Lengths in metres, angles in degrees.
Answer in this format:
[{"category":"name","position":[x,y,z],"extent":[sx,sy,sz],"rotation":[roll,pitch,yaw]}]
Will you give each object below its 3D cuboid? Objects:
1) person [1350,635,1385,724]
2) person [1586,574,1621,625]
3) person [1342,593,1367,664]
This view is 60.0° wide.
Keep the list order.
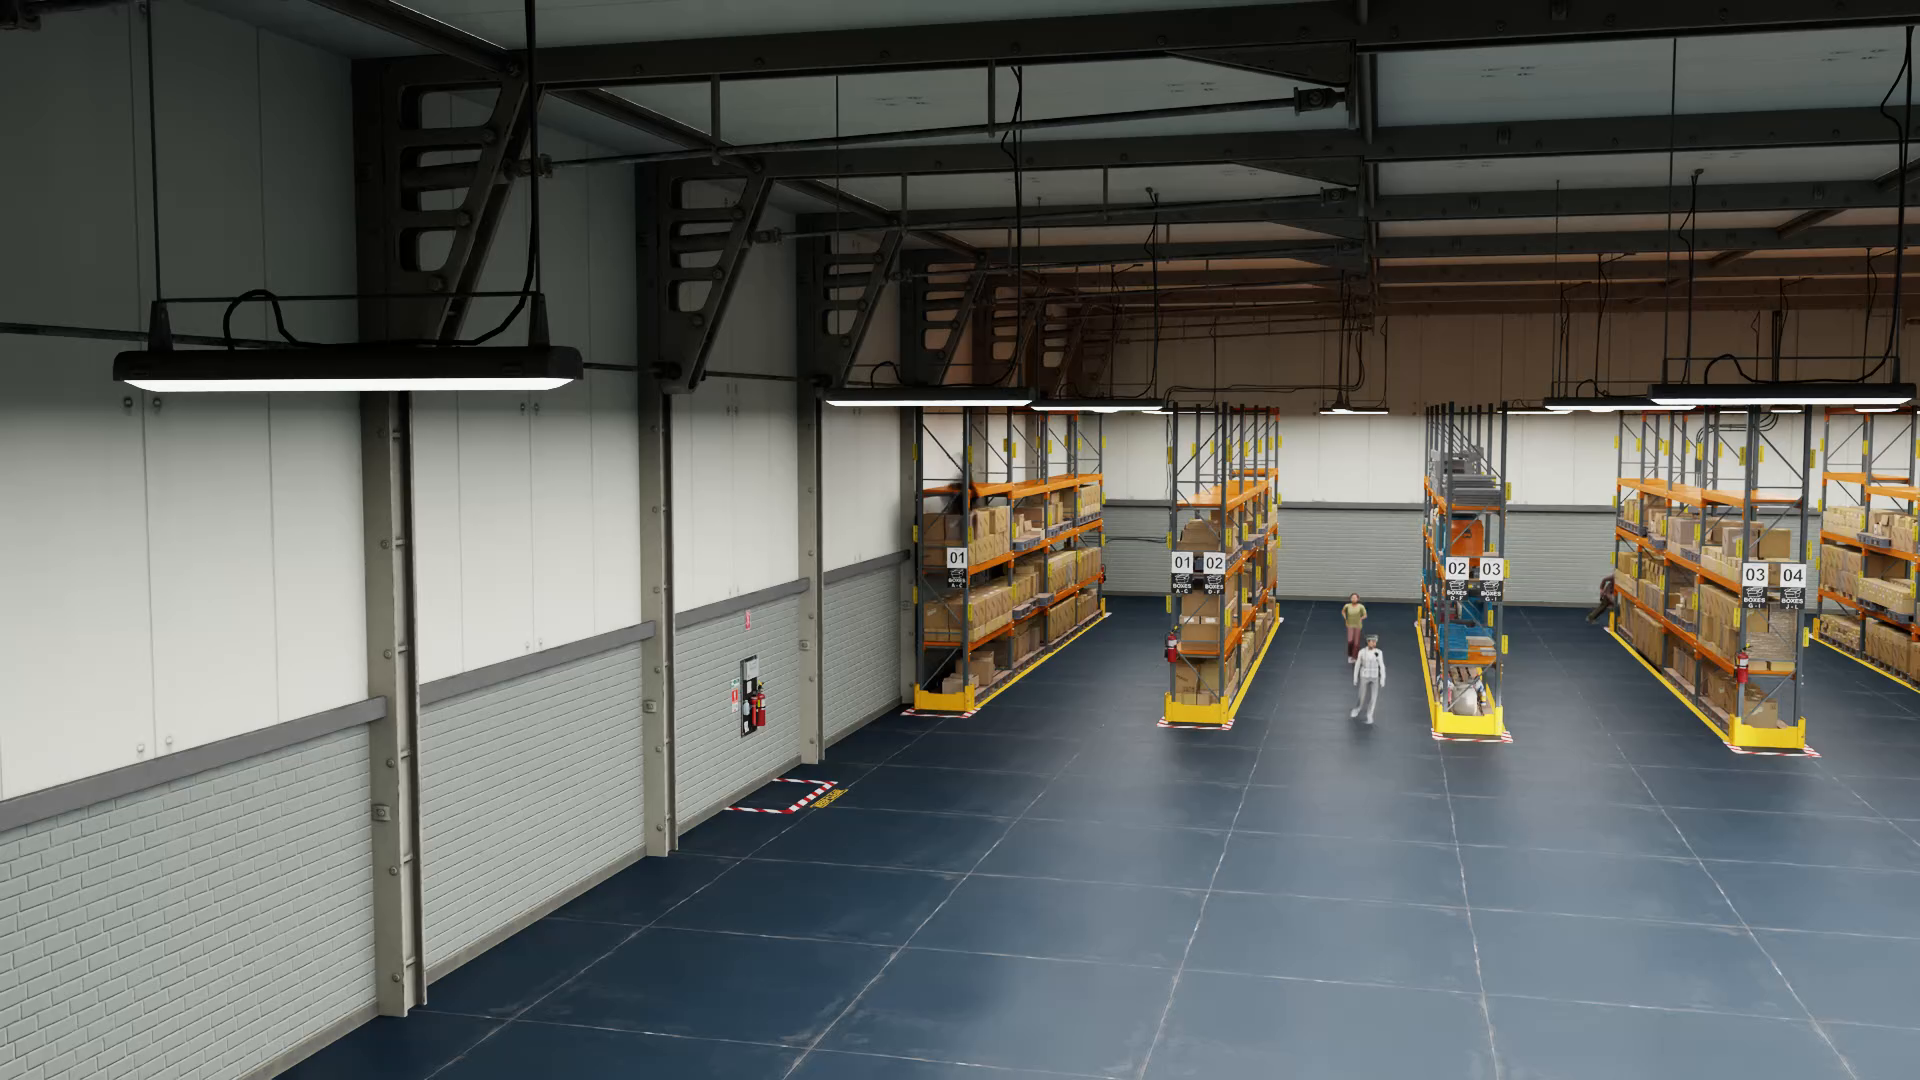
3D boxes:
[{"category":"person","position":[7.633,2.581,31.121],"extent":[0.594,1.668,0.542],"rotation":[1,4,7]},{"category":"person","position":[17.709,1.544,45.396],"extent":[1.163,1.623,0.715],"rotation":[3,5,37]},{"category":"person","position":[9.141,2.049,38.549],"extent":[0.577,1.647,0.635],"rotation":[1,4,14]}]
